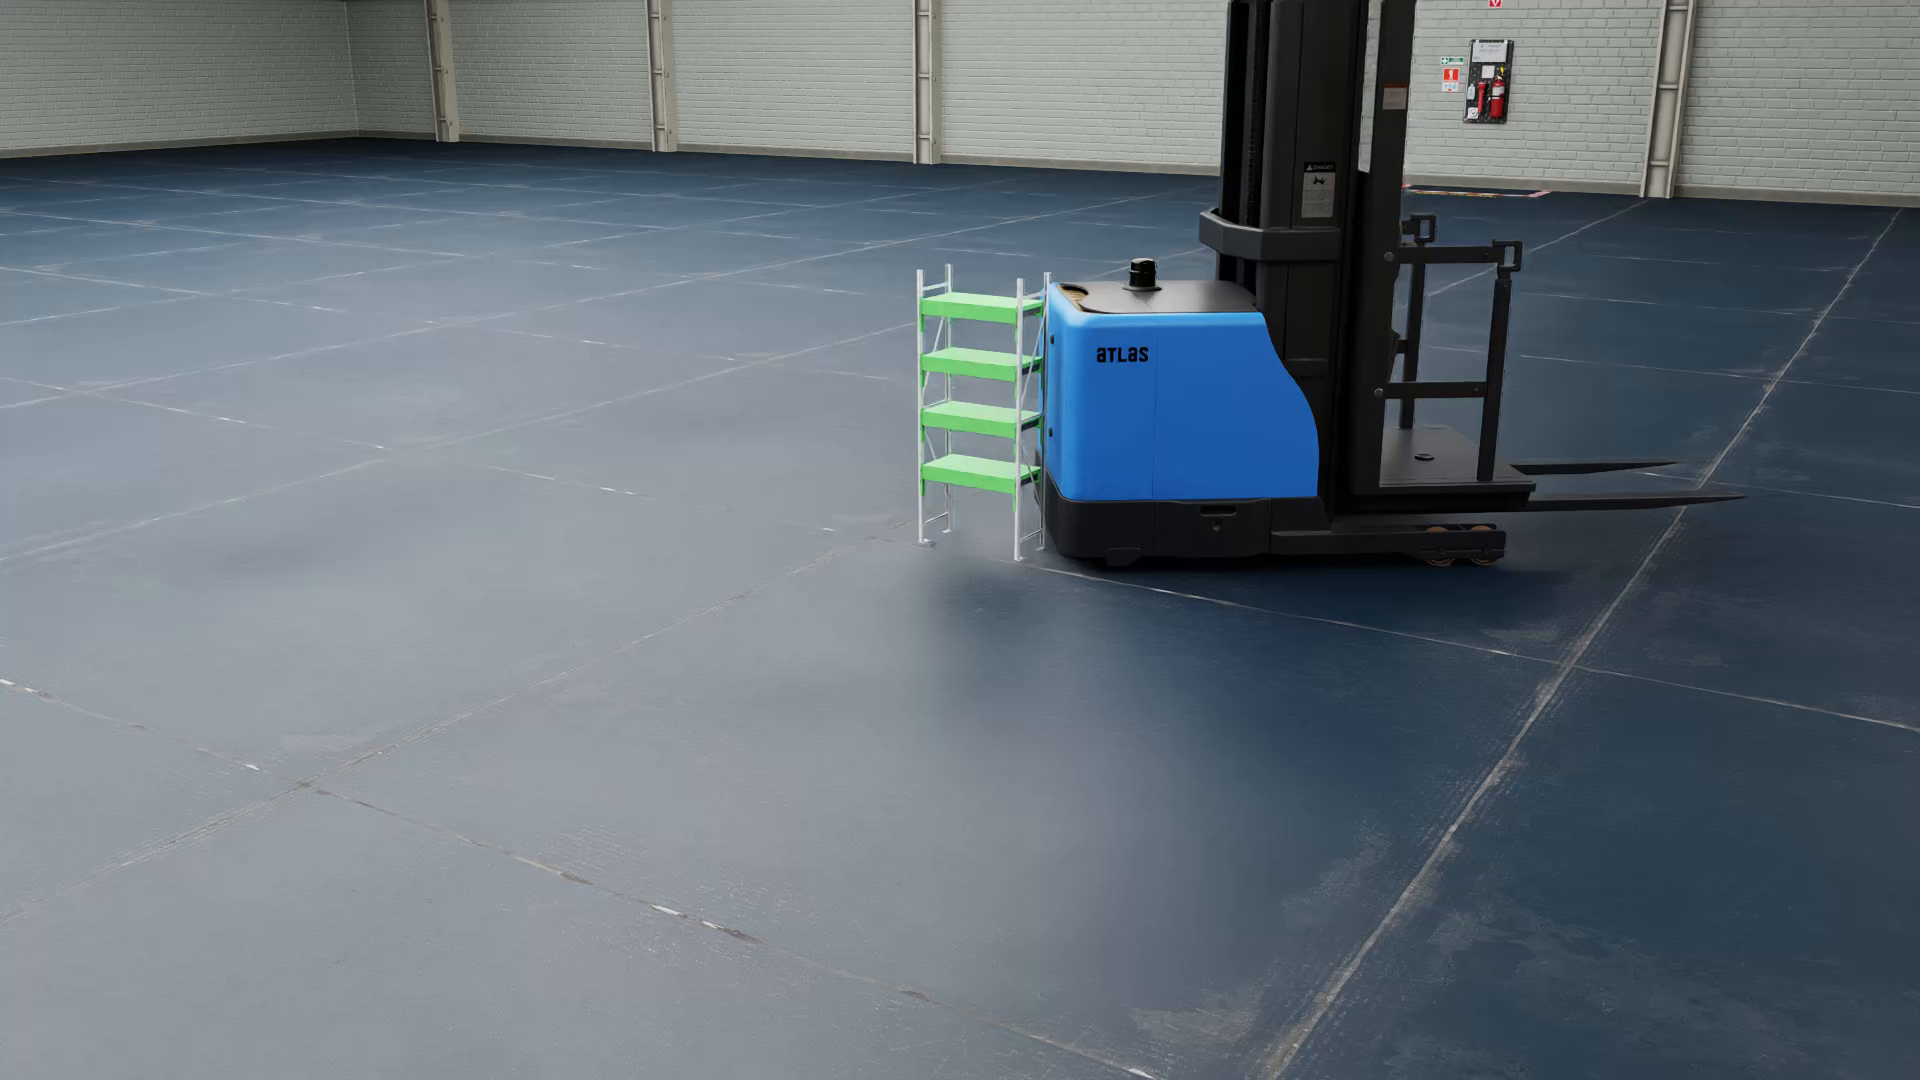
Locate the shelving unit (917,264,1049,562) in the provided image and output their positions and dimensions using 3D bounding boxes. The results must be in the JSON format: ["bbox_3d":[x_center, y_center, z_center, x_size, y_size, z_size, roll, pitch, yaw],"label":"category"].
[{"bbox_3d":[0.096,-0.549,7.124,0.503,1.200,0.258,10,20,31],"label":"shelving unit"}]

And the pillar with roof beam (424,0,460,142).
[{"bbox_3d":[-13.047,-11.652,30.257,0.400,9.000,9.100,10,20,30],"label":"pillar with roof beam"}]

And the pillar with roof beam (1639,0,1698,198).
[{"bbox_3d":[7.404,-8.001,18.239,0.400,9.000,9.100,10,20,30],"label":"pillar with roof beam"}]

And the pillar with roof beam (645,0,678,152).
[{"bbox_3d":[-7.934,-10.739,27.253,0.400,9.000,9.100,10,20,30],"label":"pillar with roof beam"}]

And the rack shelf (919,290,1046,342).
[{"bbox_3d":[0.096,-0.947,7.003,0.480,0.148,0.258,10,20,31],"label":"rack shelf"}]

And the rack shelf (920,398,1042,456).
[{"bbox_3d":[0.096,-0.488,7.142,0.480,0.148,0.258,10,20,31],"label":"rack shelf"}]

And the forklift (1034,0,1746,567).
[{"bbox_3d":[1.892,-1.443,7.087,3.031,2.935,1.130,-1,17,-4],"label":"forklift"}]

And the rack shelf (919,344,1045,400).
[{"bbox_3d":[0.096,-0.717,7.072,0.480,0.148,0.258,10,20,31],"label":"rack shelf"}]

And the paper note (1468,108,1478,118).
[{"bbox_3d":[7.456,-6.205,24.163,0.142,0.148,0.016,10,20,30],"label":"paper note"}]

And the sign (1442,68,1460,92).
[{"bbox_3d":[7.154,-6.709,24.245,0.234,0.329,0.001,10,20,30],"label":"sign"}]

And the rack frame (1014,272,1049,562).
[{"bbox_3d":[0.302,-0.511,6.998,0.015,1.200,0.240,10,20,31],"label":"rack frame"}]

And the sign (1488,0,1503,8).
[{"bbox_3d":[7.616,-7.717,23.638,0.199,0.298,0.001,10,20,30],"label":"sign"}]

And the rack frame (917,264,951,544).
[{"bbox_3d":[-0.110,-0.587,7.249,0.015,1.200,0.240,10,20,31],"label":"rack frame"}]

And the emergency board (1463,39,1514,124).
[{"bbox_3d":[7.571,-6.582,23.890,0.643,1.169,0.194,10,20,30],"label":"emergency board"}]

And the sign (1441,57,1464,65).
[{"bbox_3d":[7.153,-6.960,24.159,0.331,0.109,0.001,10,20,30],"label":"sign"}]

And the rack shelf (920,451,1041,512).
[{"bbox_3d":[0.096,-0.258,7.212,0.480,0.148,0.258,10,20,31],"label":"rack shelf"}]

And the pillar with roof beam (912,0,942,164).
[{"bbox_3d":[-2.822,-9.826,24.248,0.400,9.000,9.100,10,20,30],"label":"pillar with roof beam"}]
